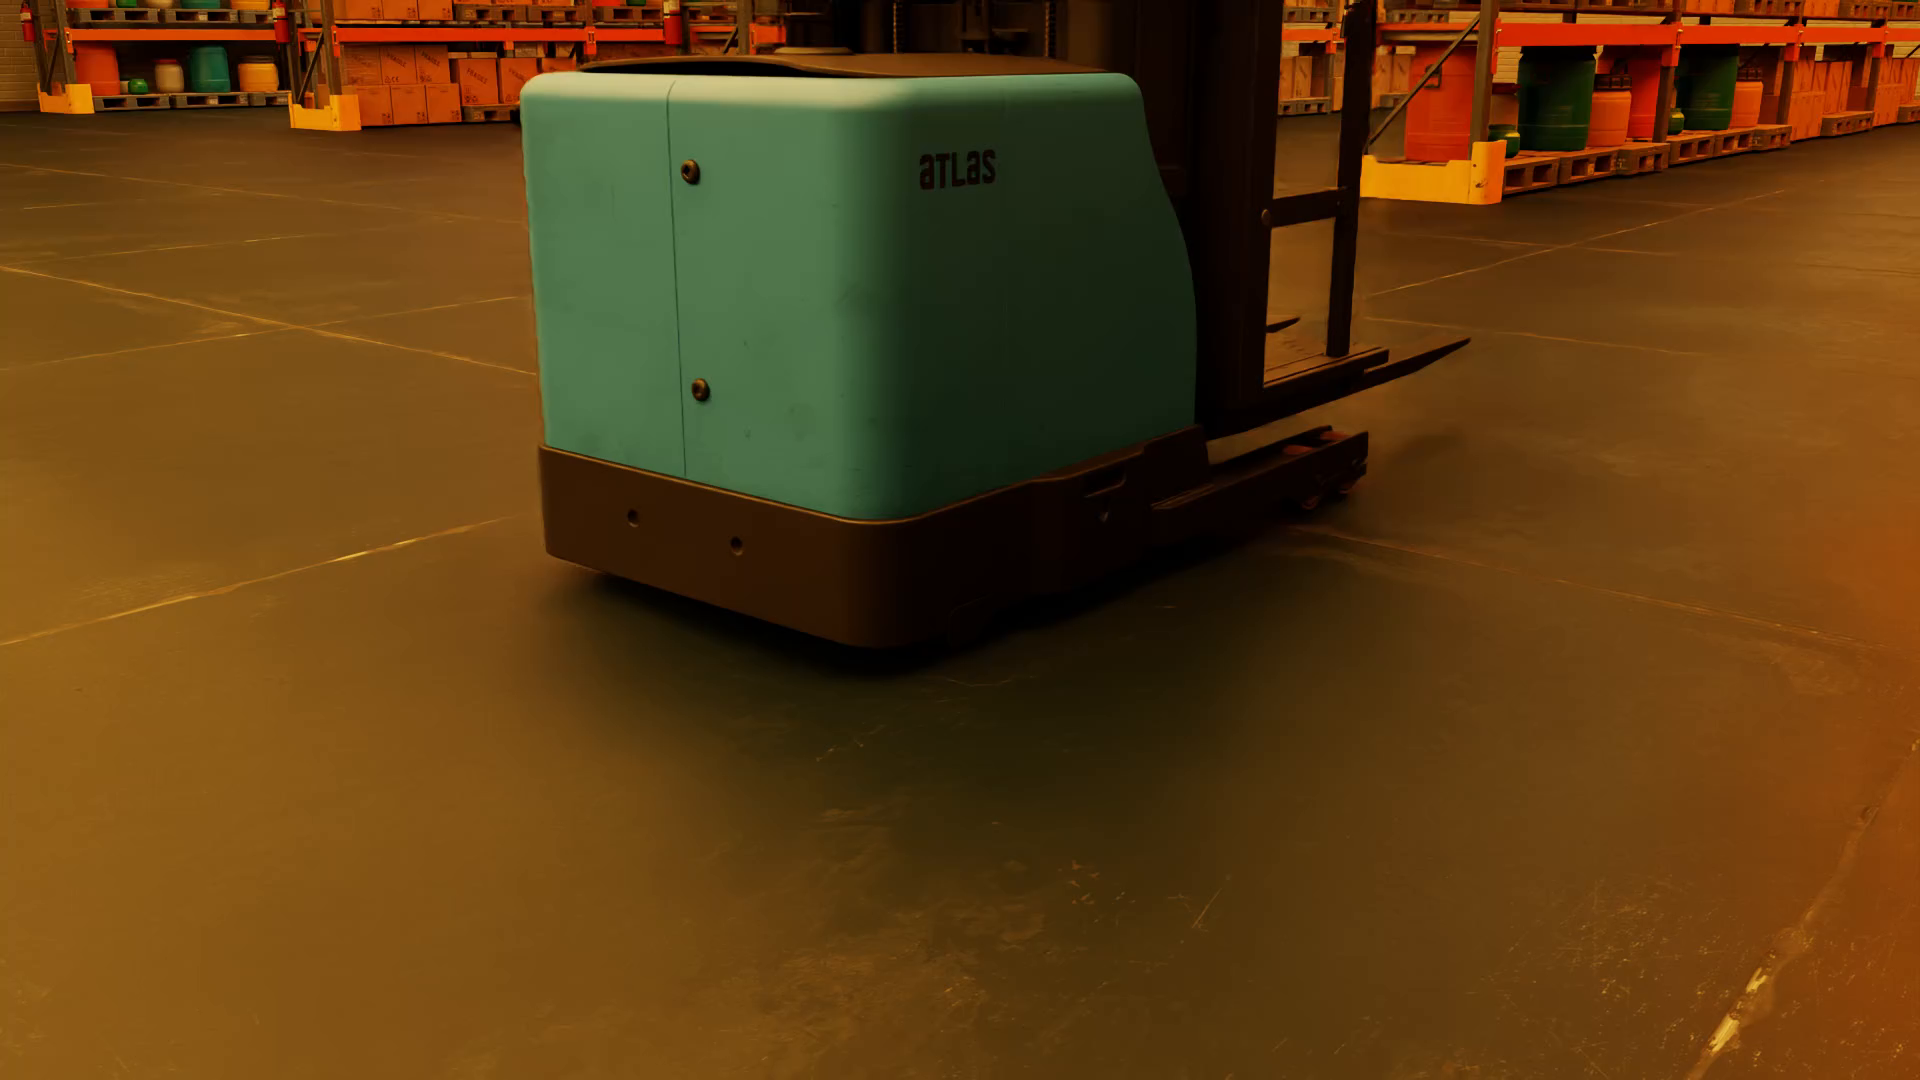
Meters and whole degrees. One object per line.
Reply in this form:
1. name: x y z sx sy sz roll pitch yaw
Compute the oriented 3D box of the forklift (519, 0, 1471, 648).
1. forklift: 0.415 -1.559 4.032 1.130 2.935 3.031 13 21 37
